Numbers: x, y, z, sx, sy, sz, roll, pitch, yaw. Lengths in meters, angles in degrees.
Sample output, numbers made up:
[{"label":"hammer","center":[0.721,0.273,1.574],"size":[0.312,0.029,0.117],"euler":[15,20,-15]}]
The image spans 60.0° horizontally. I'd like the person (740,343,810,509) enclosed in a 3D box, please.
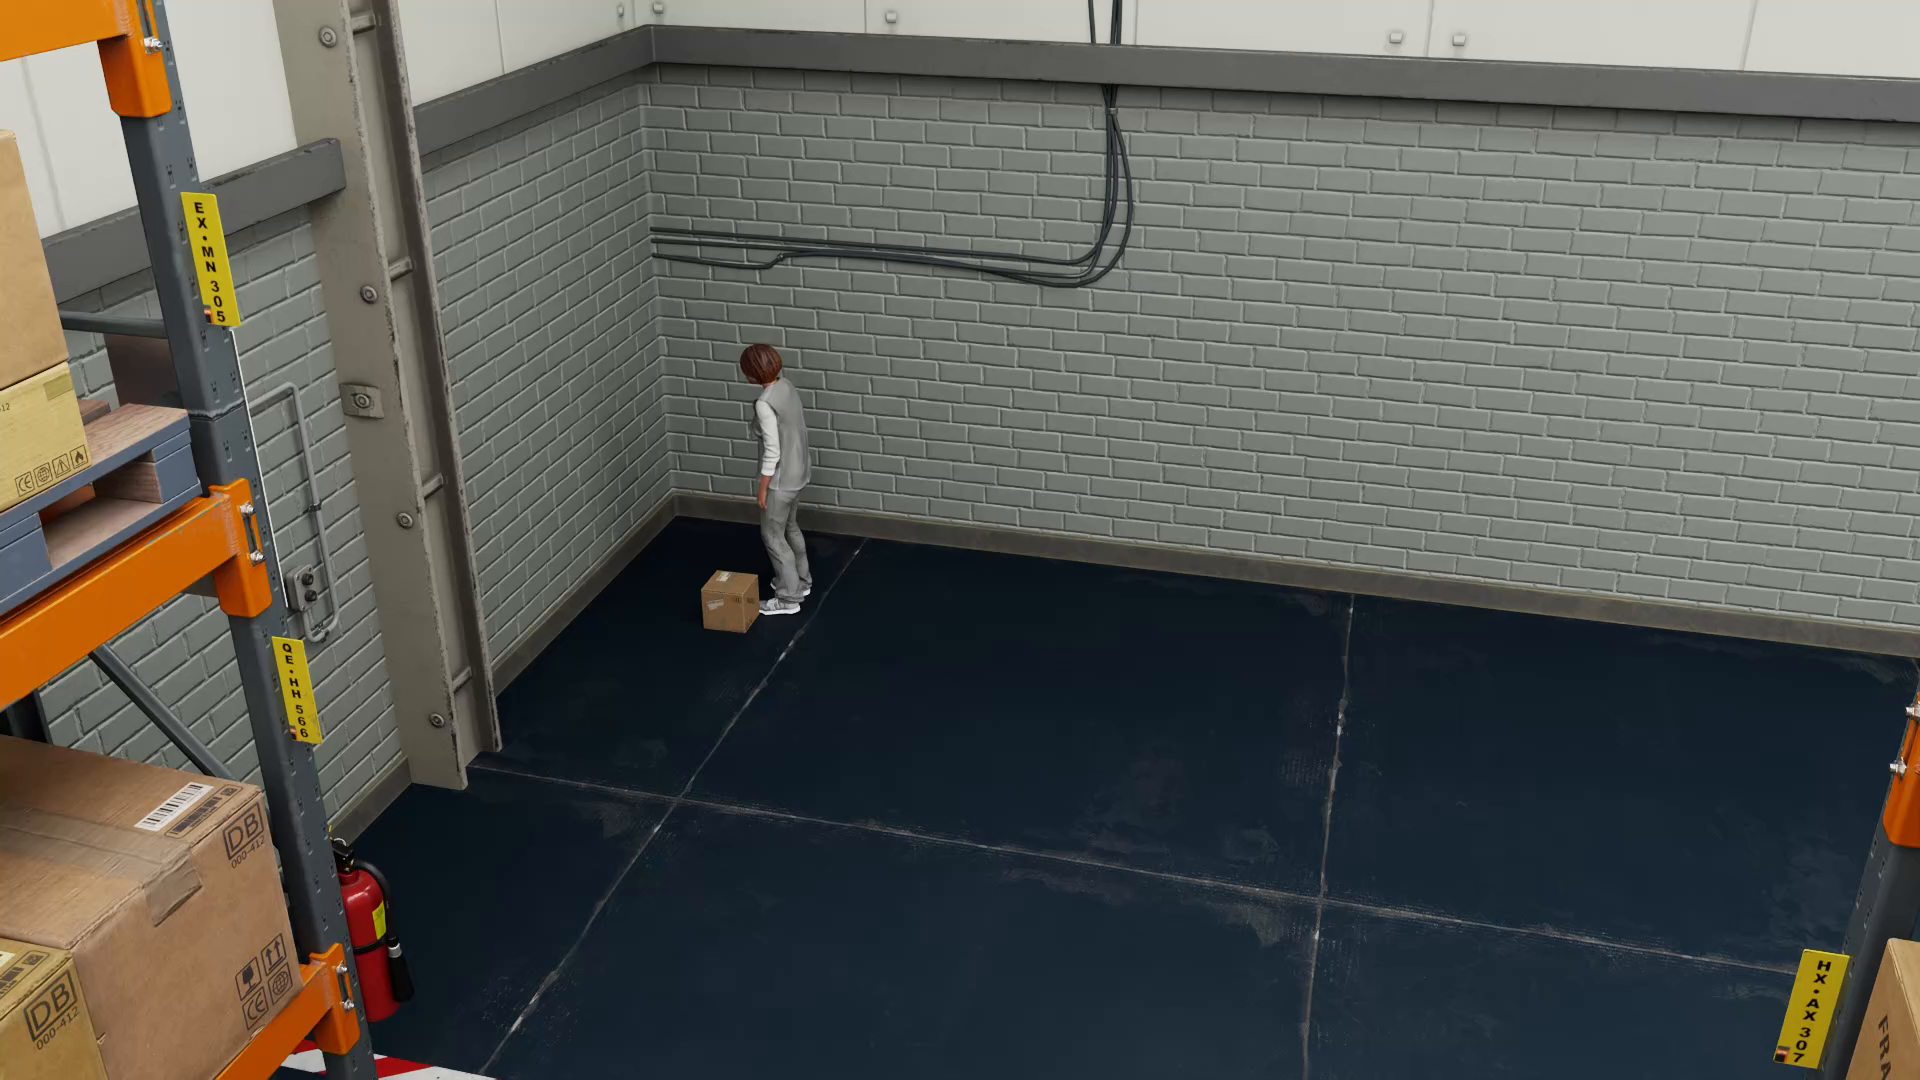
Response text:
[{"label":"person","center":[-1.024,-0.649,9.184],"size":[0.333,0.908,0.461],"euler":[6,26,13]}]
